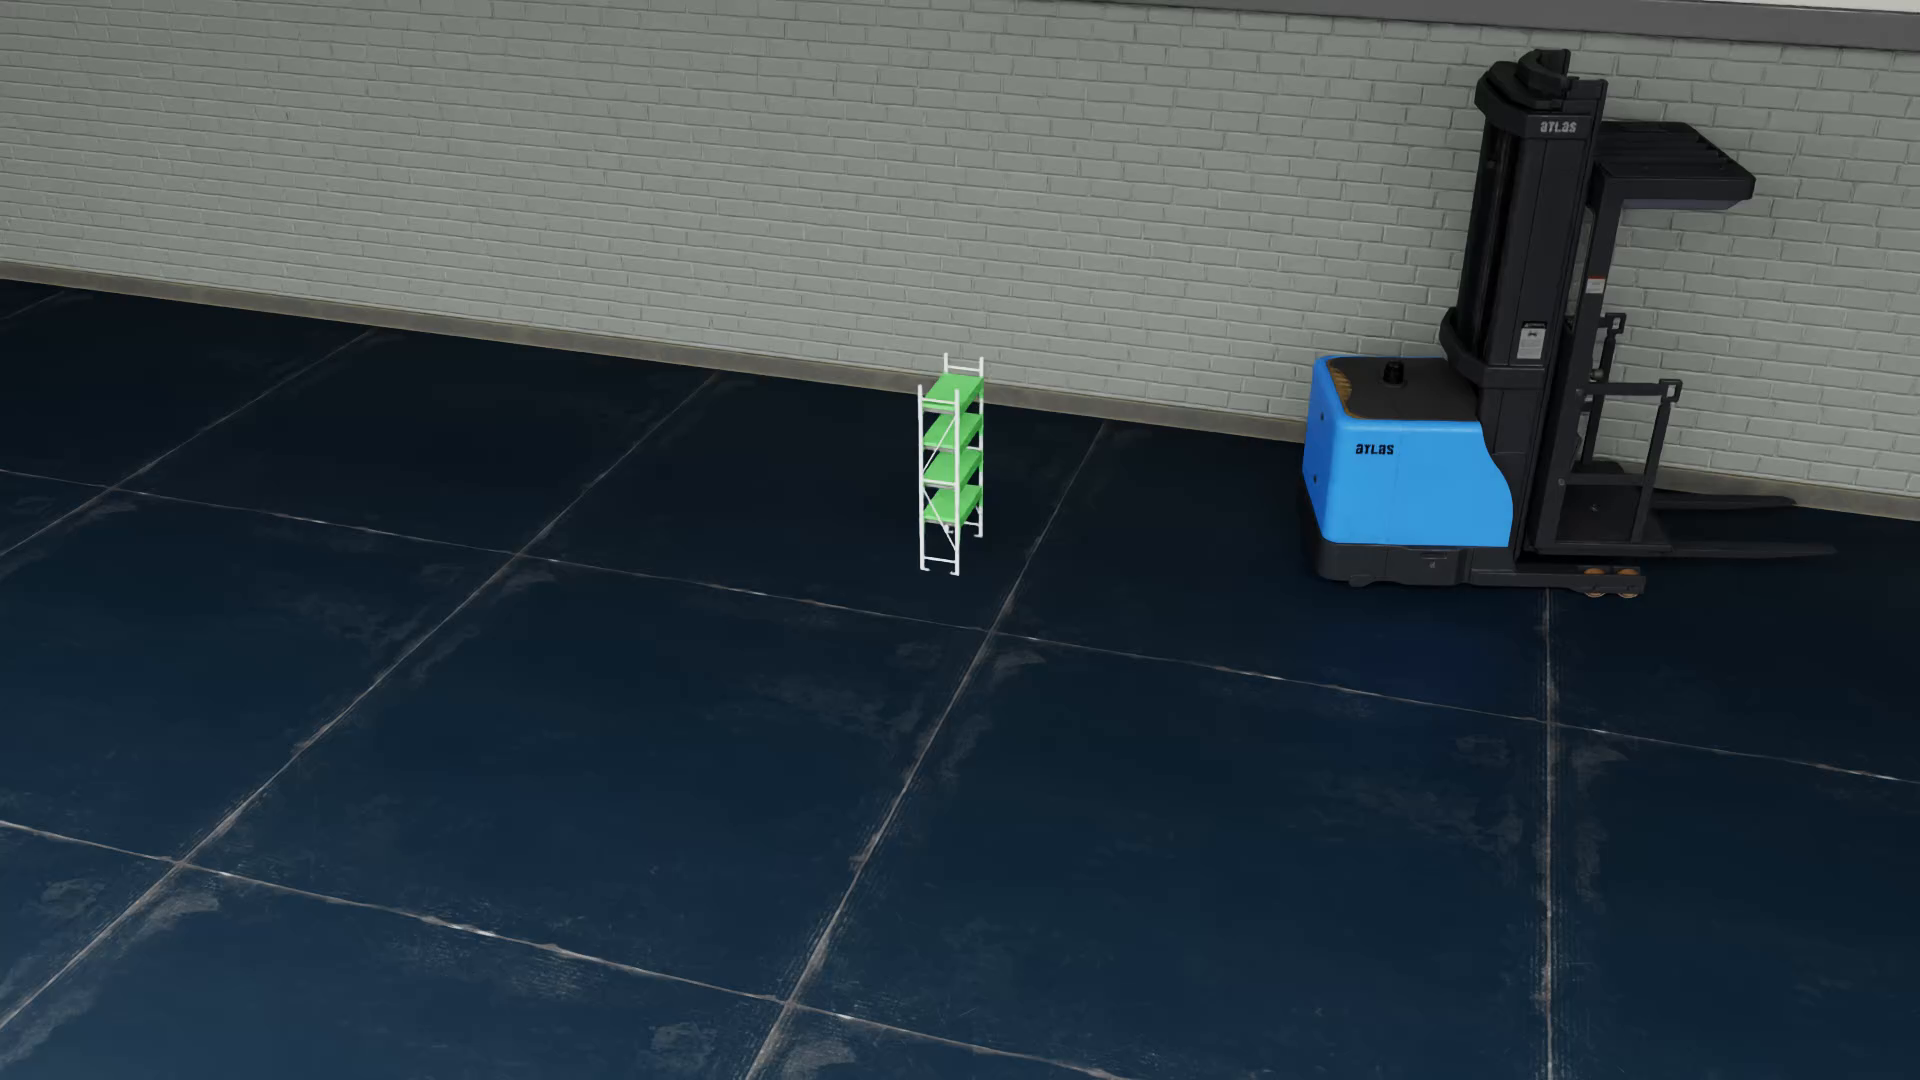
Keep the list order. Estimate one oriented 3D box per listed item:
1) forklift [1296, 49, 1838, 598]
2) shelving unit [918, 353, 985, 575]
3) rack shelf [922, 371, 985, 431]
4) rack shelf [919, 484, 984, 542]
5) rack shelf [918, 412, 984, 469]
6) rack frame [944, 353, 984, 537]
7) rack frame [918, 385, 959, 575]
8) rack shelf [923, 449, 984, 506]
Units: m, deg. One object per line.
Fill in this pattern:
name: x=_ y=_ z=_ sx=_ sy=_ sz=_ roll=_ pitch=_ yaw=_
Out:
forklift: x=3.627 y=-1.209 z=9.443 sx=3.031 sy=2.935 sz=1.130 roll=1 pitch=29 yaw=2
shelving unit: x=-0.049 y=-0.447 z=9.855 sx=0.258 sy=1.200 sz=0.503 roll=8 pitch=30 yaw=15
rack shelf: x=-0.049 y=-0.811 z=9.653 sx=0.258 sy=0.148 sz=0.480 roll=8 pitch=30 yaw=15
rack shelf: x=-0.049 y=-0.182 z=10.003 sx=0.258 sy=0.148 sz=0.480 roll=8 pitch=30 yaw=15
rack shelf: x=-0.049 y=-0.601 z=9.770 sx=0.258 sy=0.148 sz=0.480 roll=8 pitch=30 yaw=15
rack frame: x=0.023 y=-0.561 z=10.059 sx=0.240 sy=1.200 sz=0.015 roll=8 pitch=30 yaw=15
rack frame: x=-0.120 y=-0.334 z=9.651 sx=0.240 sy=1.200 sz=0.015 roll=8 pitch=30 yaw=15
rack shelf: x=-0.049 y=-0.392 z=9.886 sx=0.258 sy=0.148 sz=0.480 roll=8 pitch=30 yaw=15
